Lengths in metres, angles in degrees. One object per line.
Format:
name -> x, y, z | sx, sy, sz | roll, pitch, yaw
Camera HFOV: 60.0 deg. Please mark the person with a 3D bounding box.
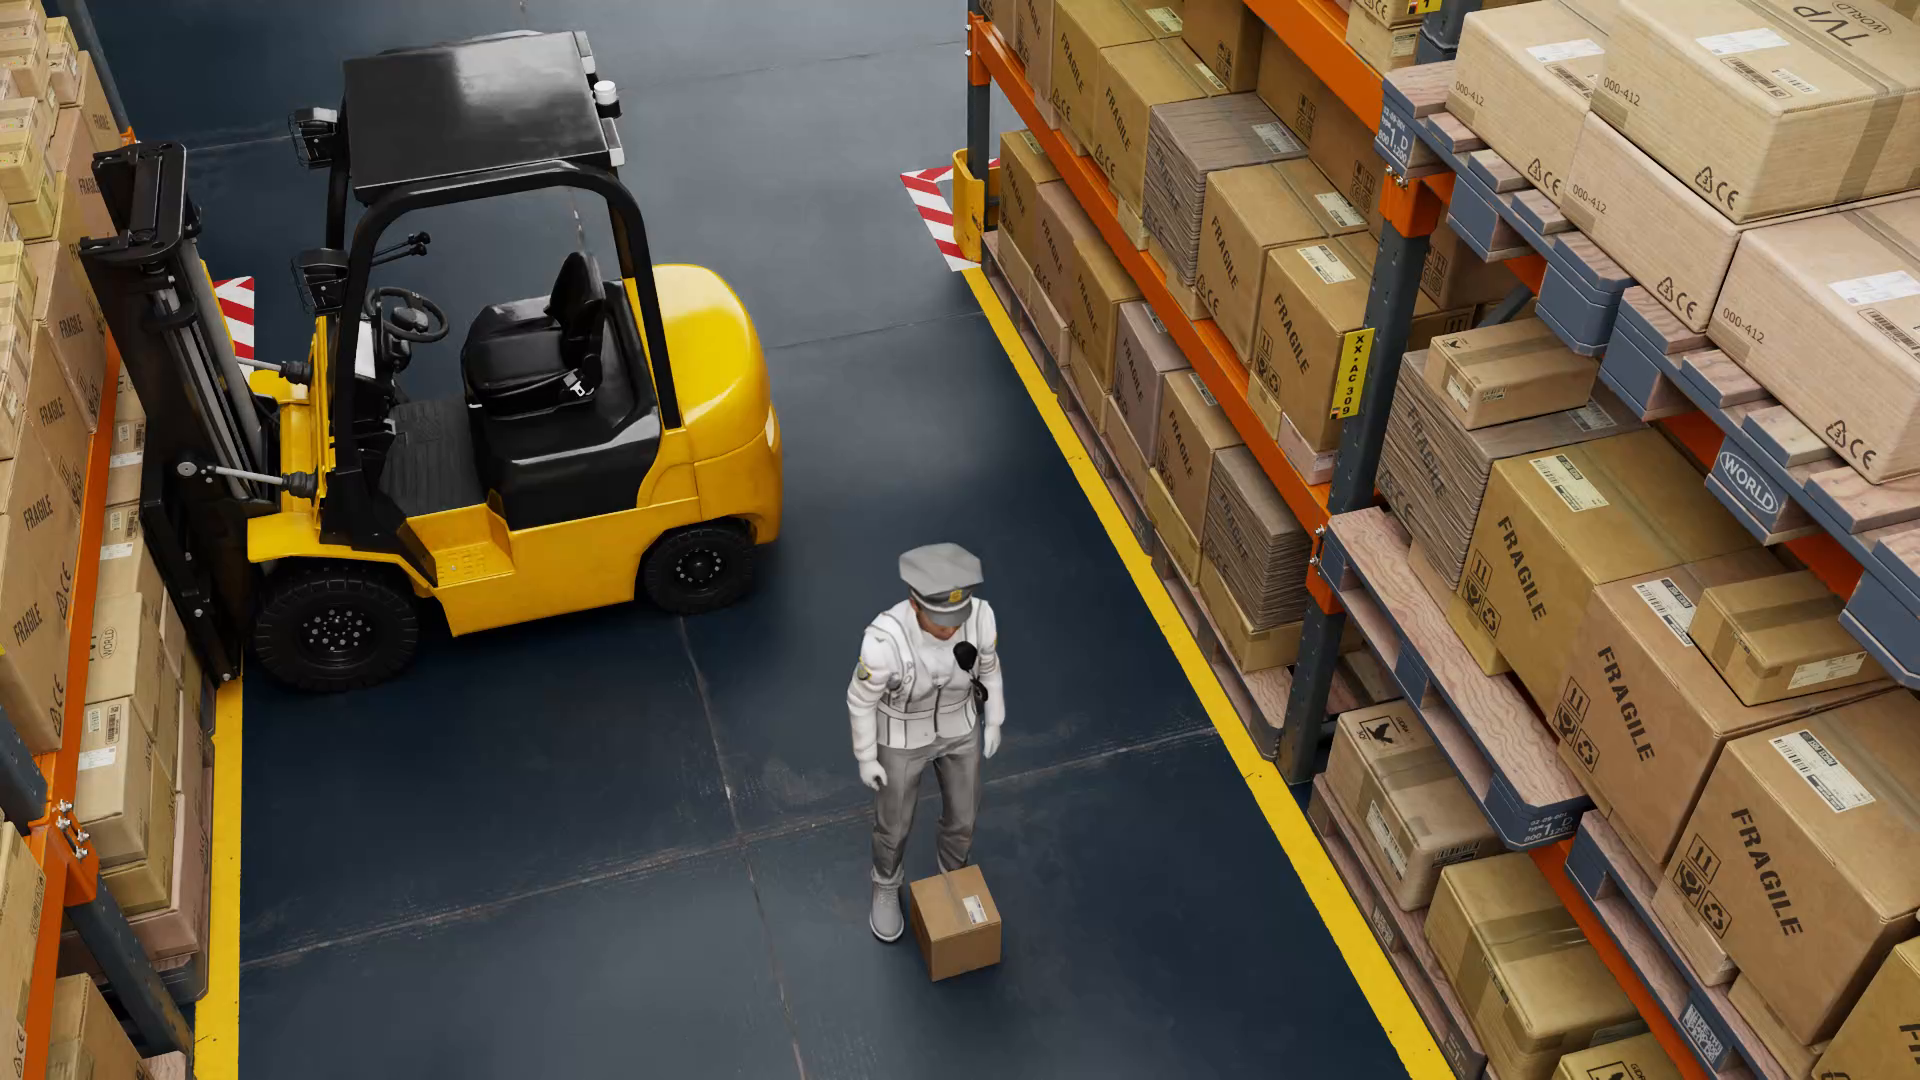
person -> -0.097, 0.664, 5.434 | 0.511, 1.662, 0.414 | -14, 44, -14
